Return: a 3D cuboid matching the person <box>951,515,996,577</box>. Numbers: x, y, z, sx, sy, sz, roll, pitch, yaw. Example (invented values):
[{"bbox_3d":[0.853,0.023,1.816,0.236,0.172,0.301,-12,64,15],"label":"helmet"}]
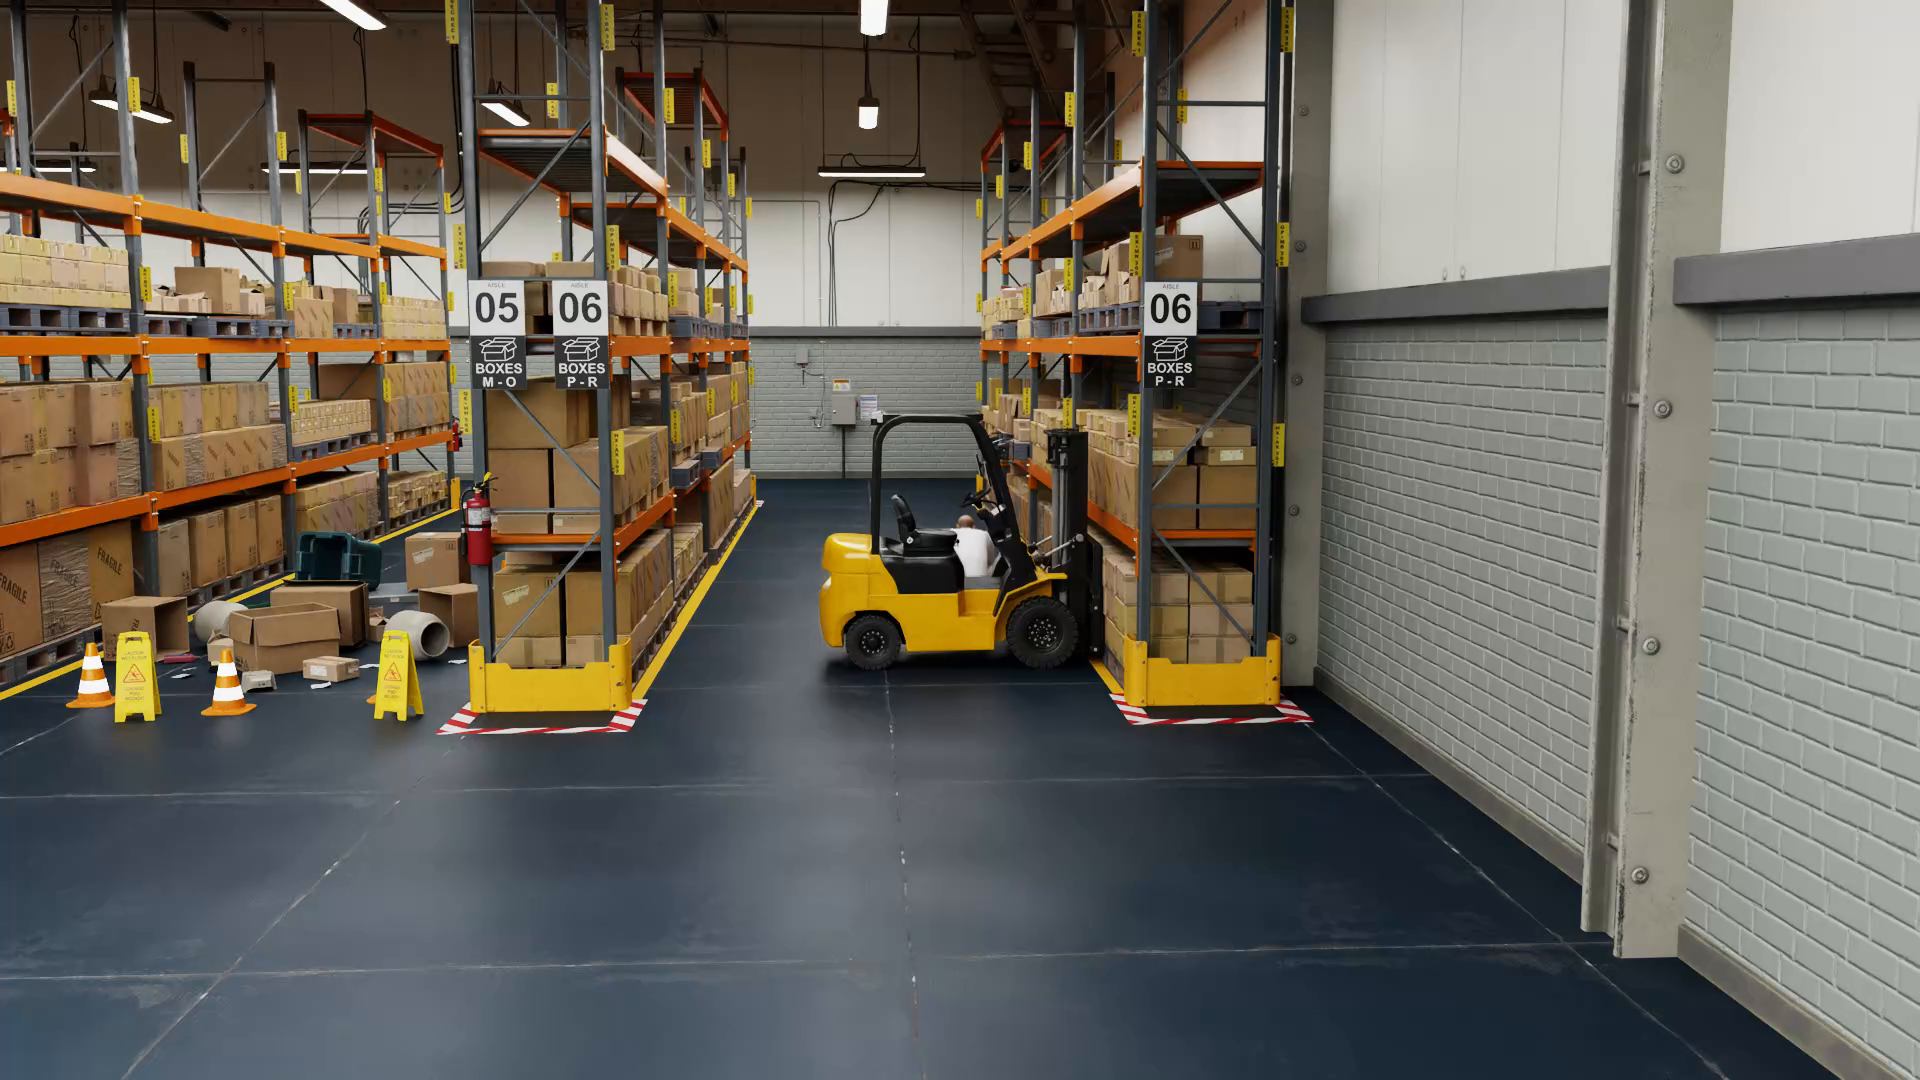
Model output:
[{"bbox_3d":[0.084,0.276,16.882,0.606,0.981,0.919,1,7,6],"label":"person"}]
